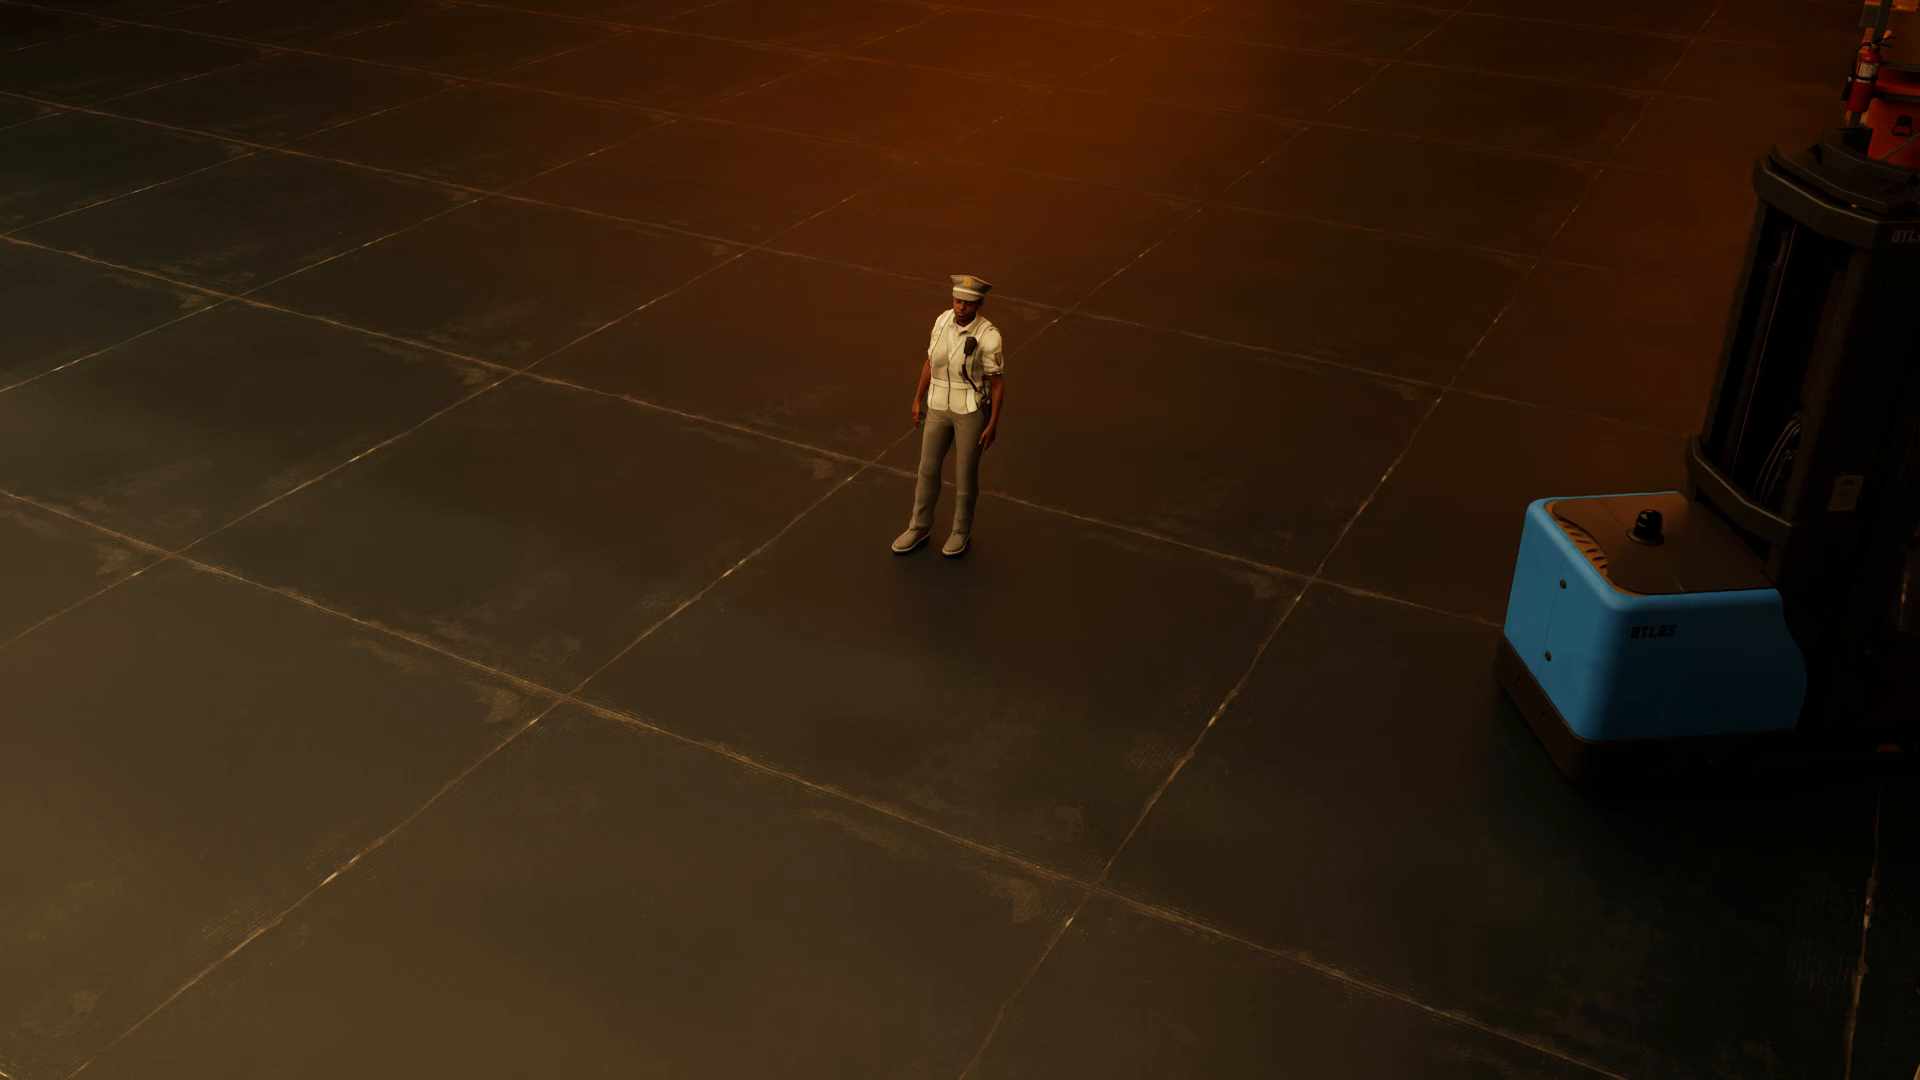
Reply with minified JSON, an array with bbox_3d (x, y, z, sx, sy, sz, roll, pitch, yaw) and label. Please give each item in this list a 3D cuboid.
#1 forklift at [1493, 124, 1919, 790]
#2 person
[{"bbox_3d":[4.334,-0.386,7.739,3.031,2.935,1.130,-3,30,-5],"label":"forklift"},{"bbox_3d":[-0.054,-0.712,9.528,0.569,1.695,0.530,15,33,25],"label":"person"}]
